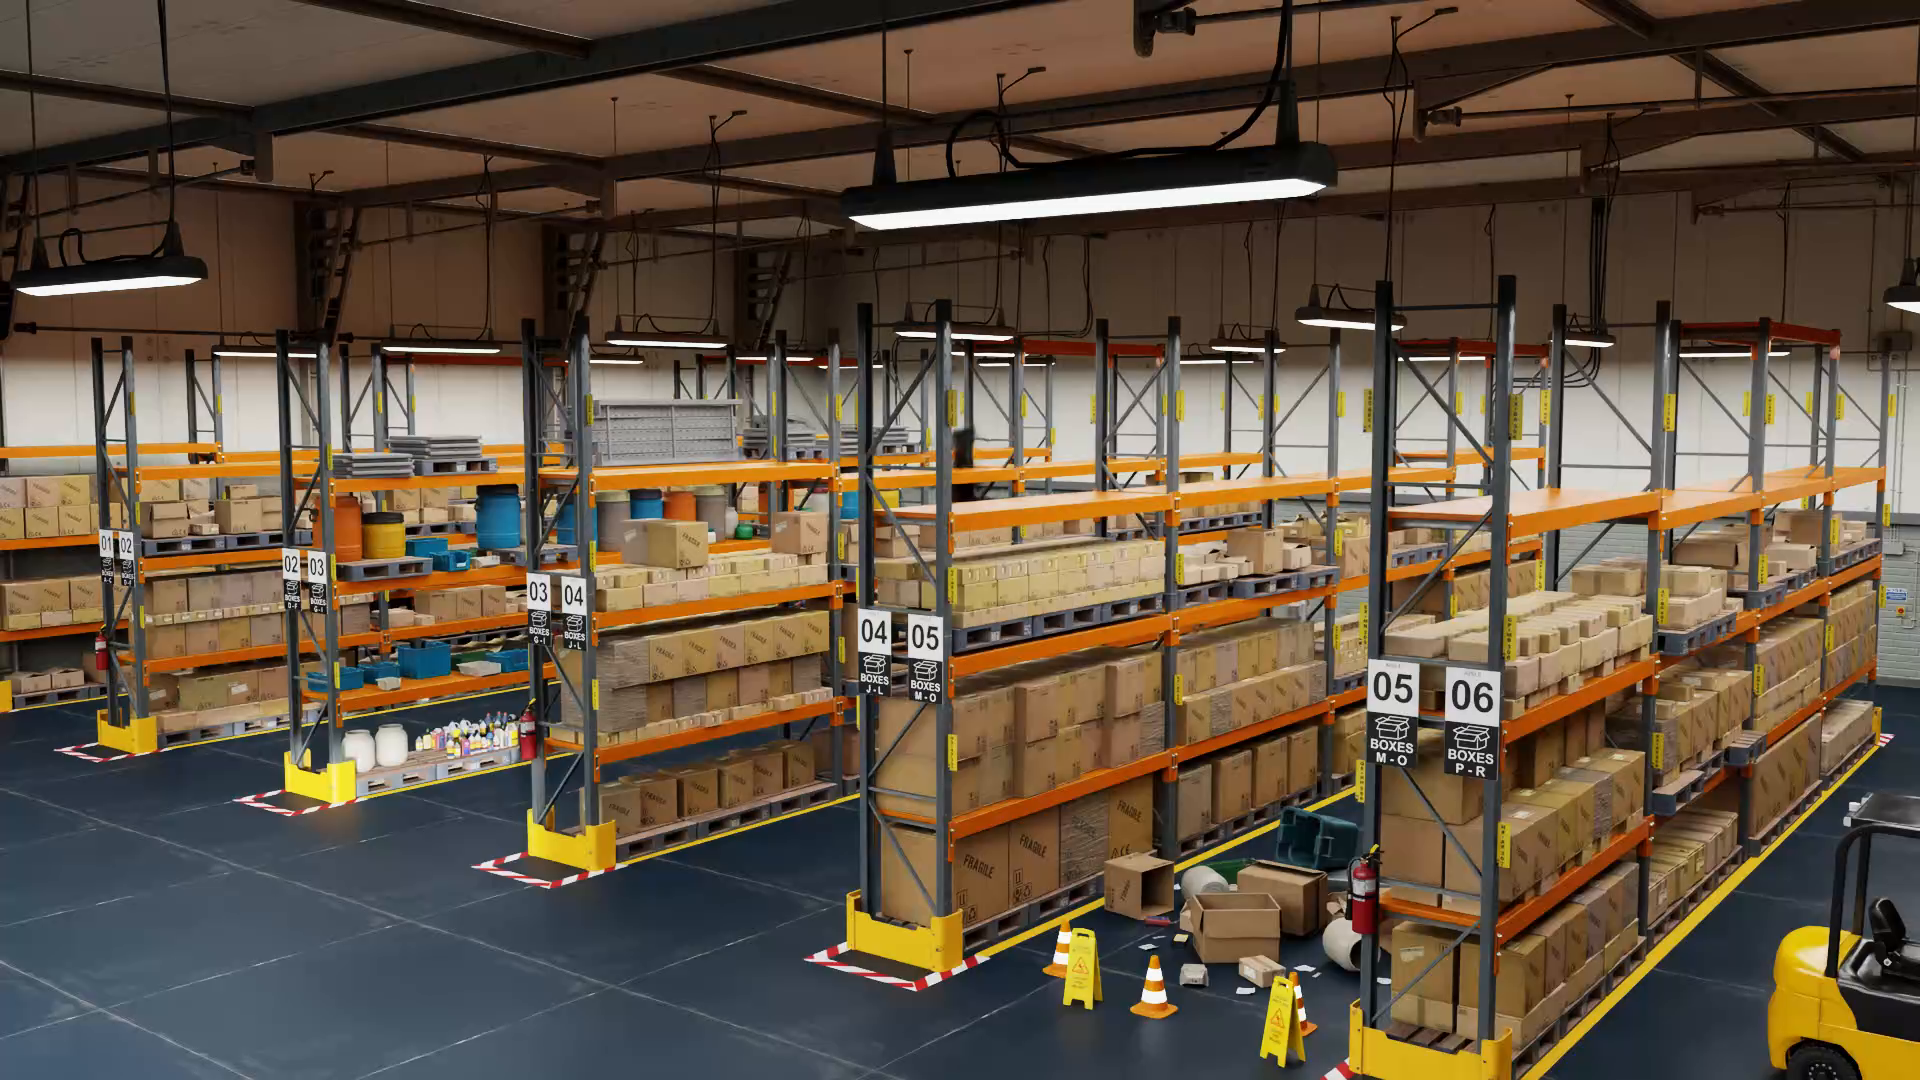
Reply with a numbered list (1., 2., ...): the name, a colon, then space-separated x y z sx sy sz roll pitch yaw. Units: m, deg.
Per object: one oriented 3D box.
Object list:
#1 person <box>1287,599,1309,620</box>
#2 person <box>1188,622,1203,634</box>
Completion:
1. person: 6.860 1.325 34.017 0.716 1.775 0.915 -2 5 -17
2. person: 3.766 2.064 26.366 0.588 1.715 0.730 3 6 34
